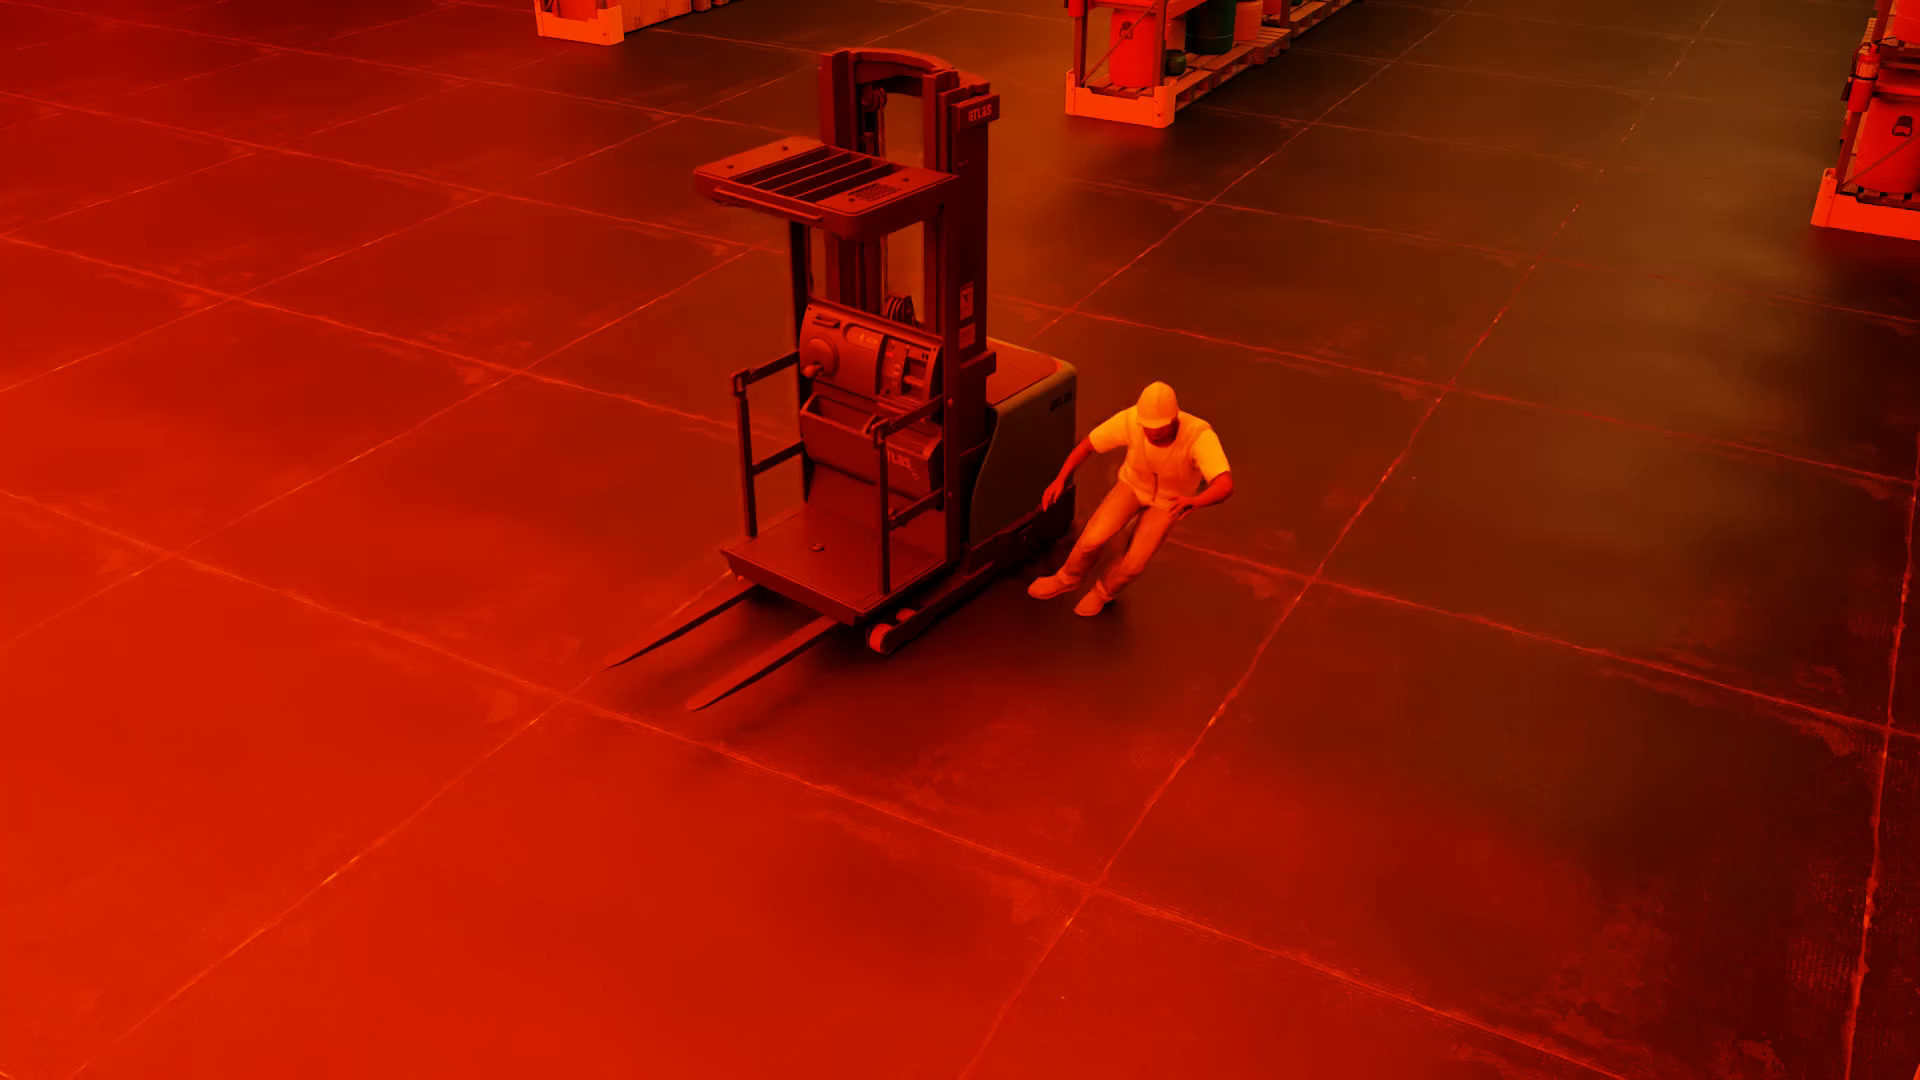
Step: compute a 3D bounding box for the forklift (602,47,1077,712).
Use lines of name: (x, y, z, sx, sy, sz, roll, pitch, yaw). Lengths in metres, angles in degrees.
forklift: (-0.619, -0.935, 8.691, 1.130, 2.935, 3.031, 22, 37, 33)

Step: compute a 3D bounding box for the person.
person: (0.886, -0.151, 8.756, 1.089, 1.517, 0.929, 7, 31, 11)
